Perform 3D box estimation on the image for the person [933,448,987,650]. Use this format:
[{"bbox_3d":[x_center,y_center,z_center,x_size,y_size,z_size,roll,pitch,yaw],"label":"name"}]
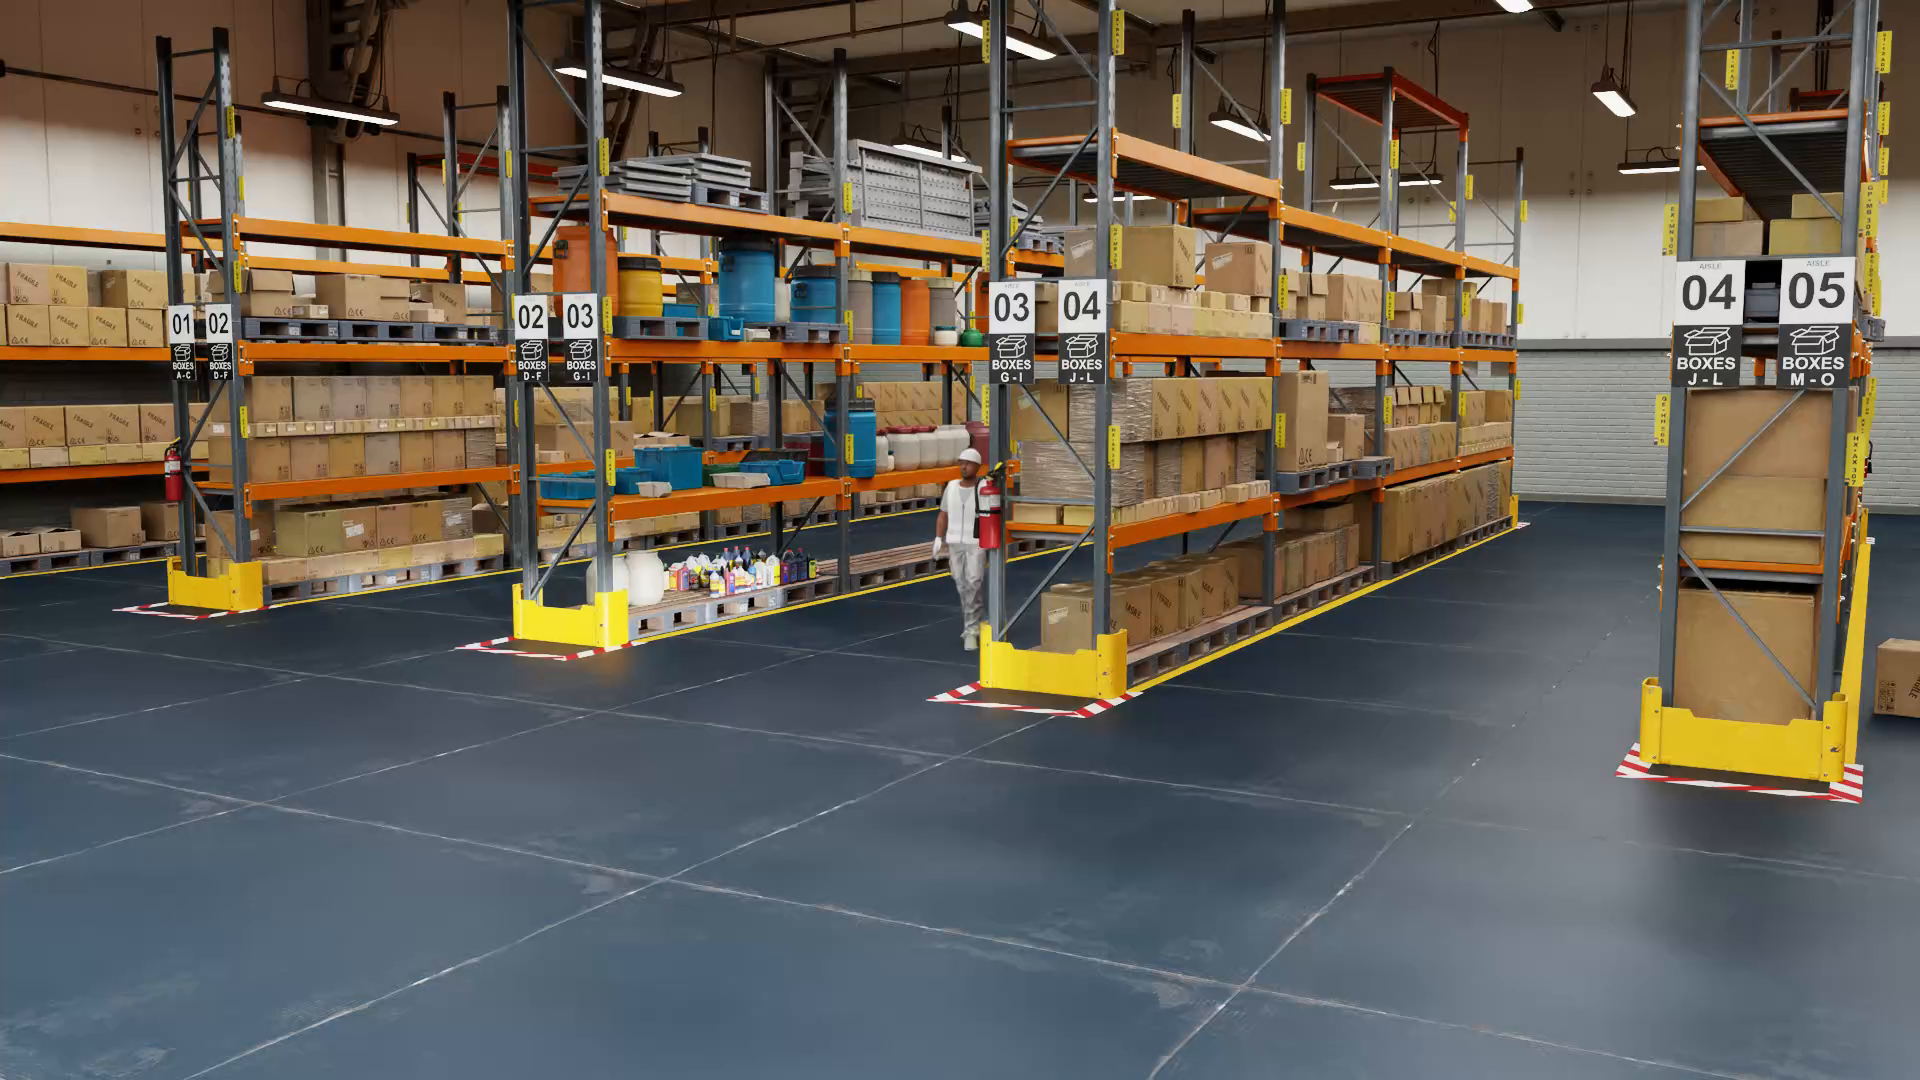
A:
[{"bbox_3d":[0.060,0.087,15.248,0.603,1.847,0.611,3,6,24],"label":"person"}]
